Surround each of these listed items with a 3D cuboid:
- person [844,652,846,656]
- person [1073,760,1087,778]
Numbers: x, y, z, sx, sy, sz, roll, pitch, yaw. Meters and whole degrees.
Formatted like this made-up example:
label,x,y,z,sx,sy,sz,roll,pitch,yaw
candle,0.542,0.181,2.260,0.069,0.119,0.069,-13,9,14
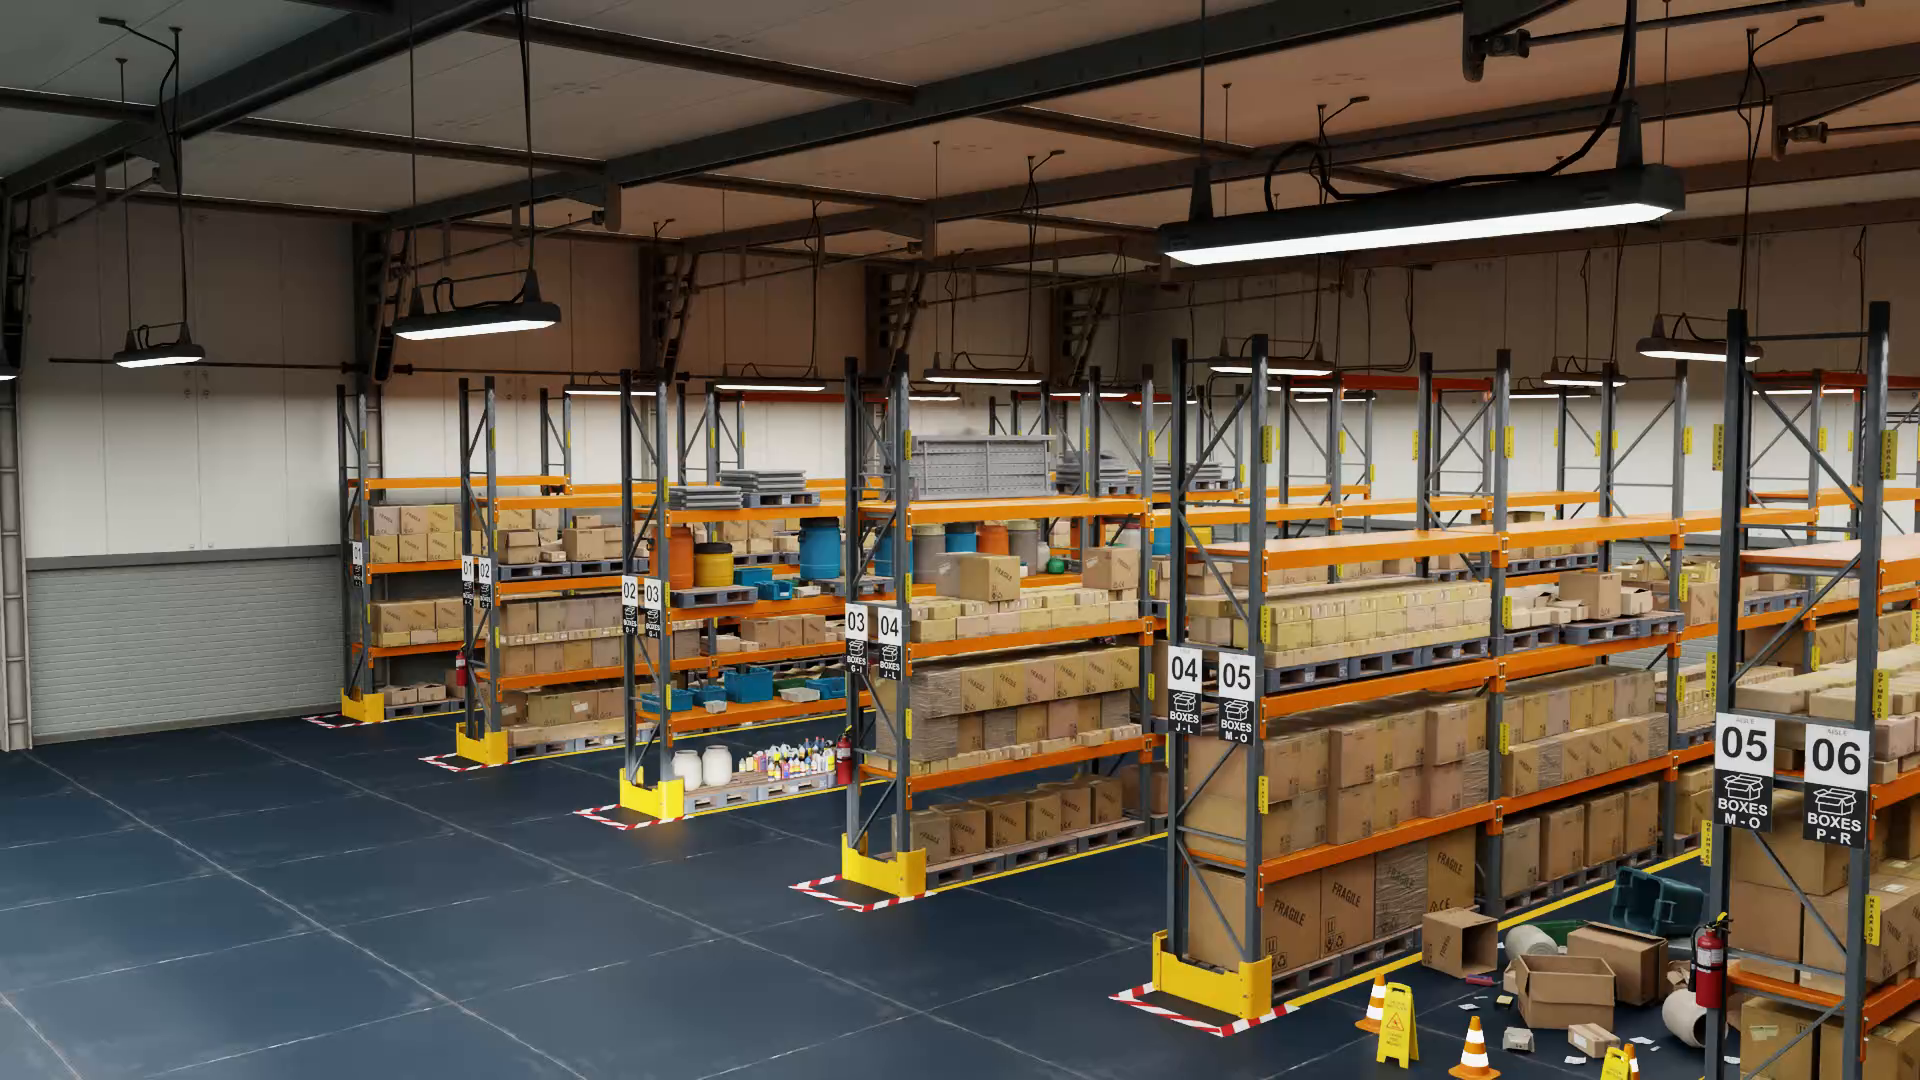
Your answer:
label,x,y,z,sx,sy,sz,roll,pitch,yaw
person,-2.032,1.891,33.007,0.578,1.631,0.519,4,5,44
person,1.753,2.680,24.665,0.695,1.717,0.593,3,5,39
